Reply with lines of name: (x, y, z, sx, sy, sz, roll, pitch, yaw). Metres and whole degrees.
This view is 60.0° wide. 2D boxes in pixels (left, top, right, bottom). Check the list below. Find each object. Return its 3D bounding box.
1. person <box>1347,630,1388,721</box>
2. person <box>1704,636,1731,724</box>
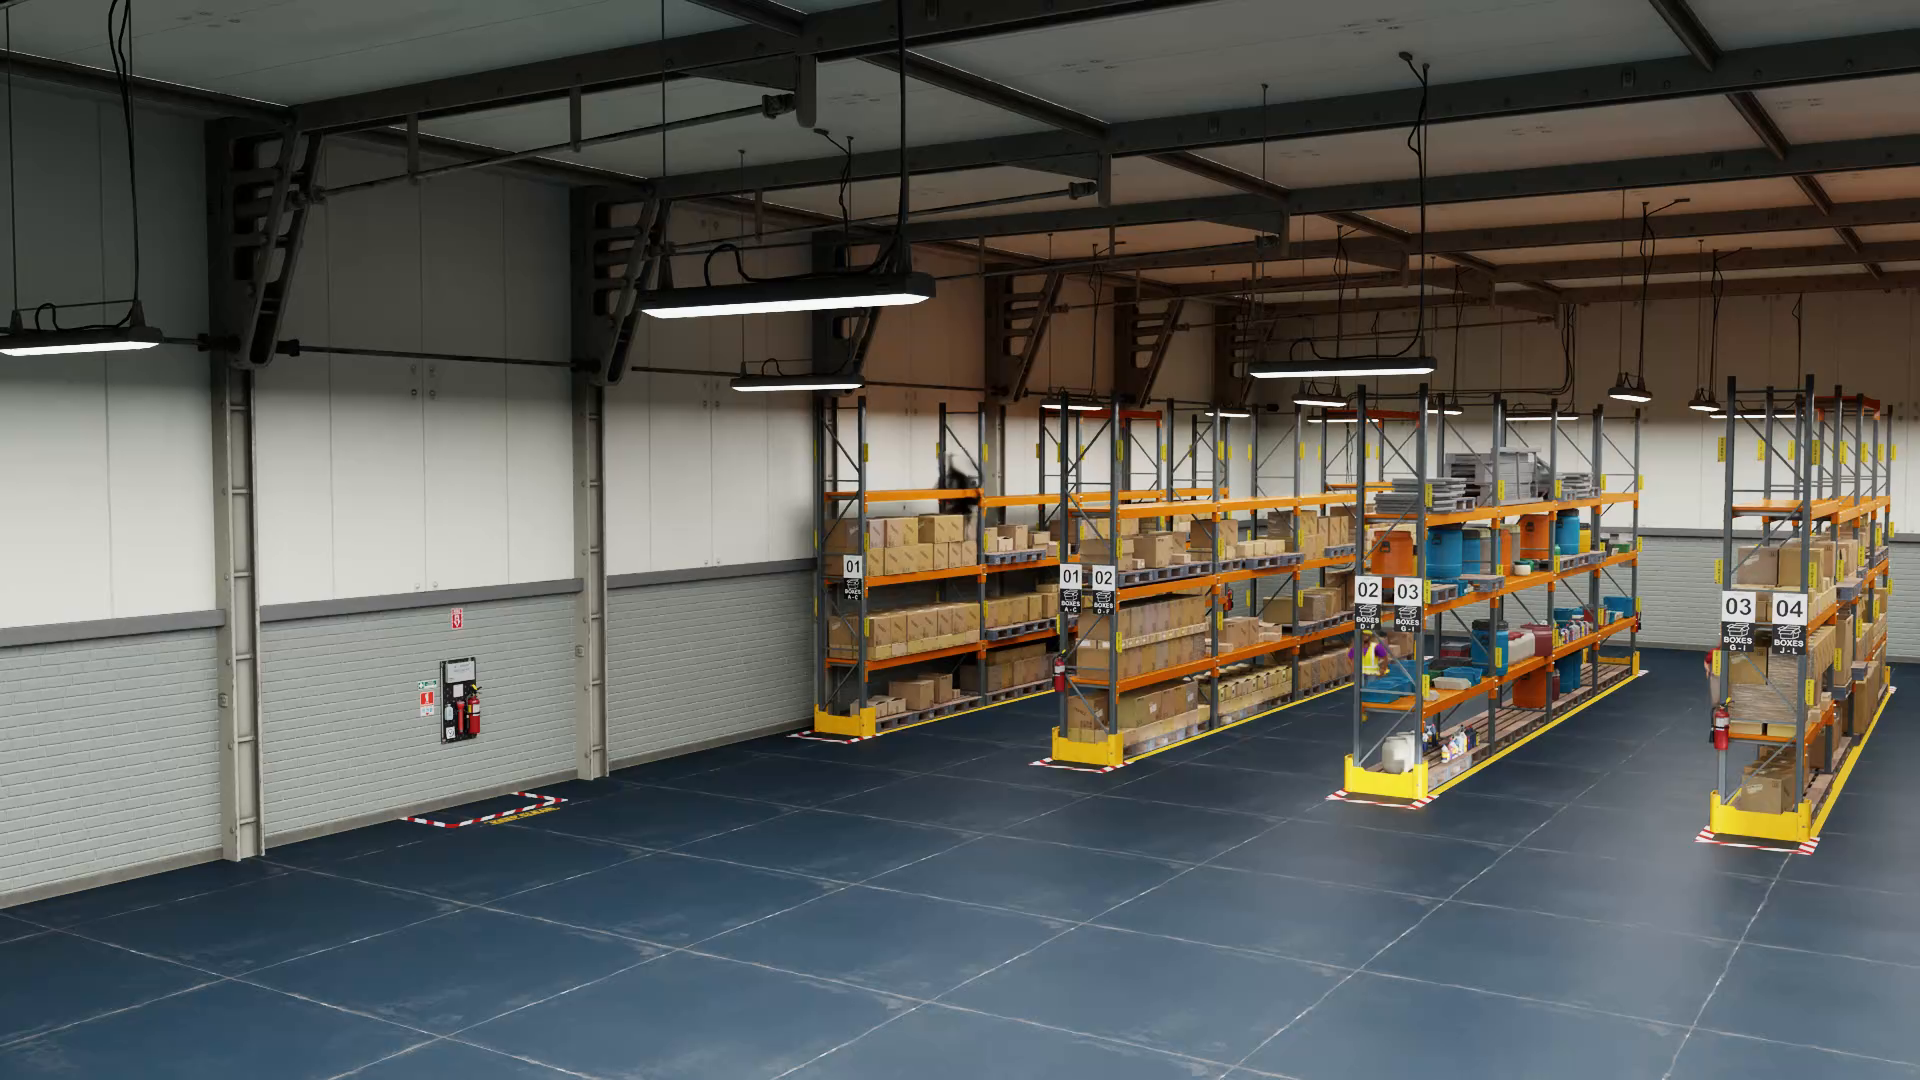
person: (7.598, 2.516, 31.143, 0.715, 1.722, 0.613, 1, 3, 24)
person: (13.886, 2.572, 30.293, 0.660, 1.672, 0.621, 2, 4, 33)
